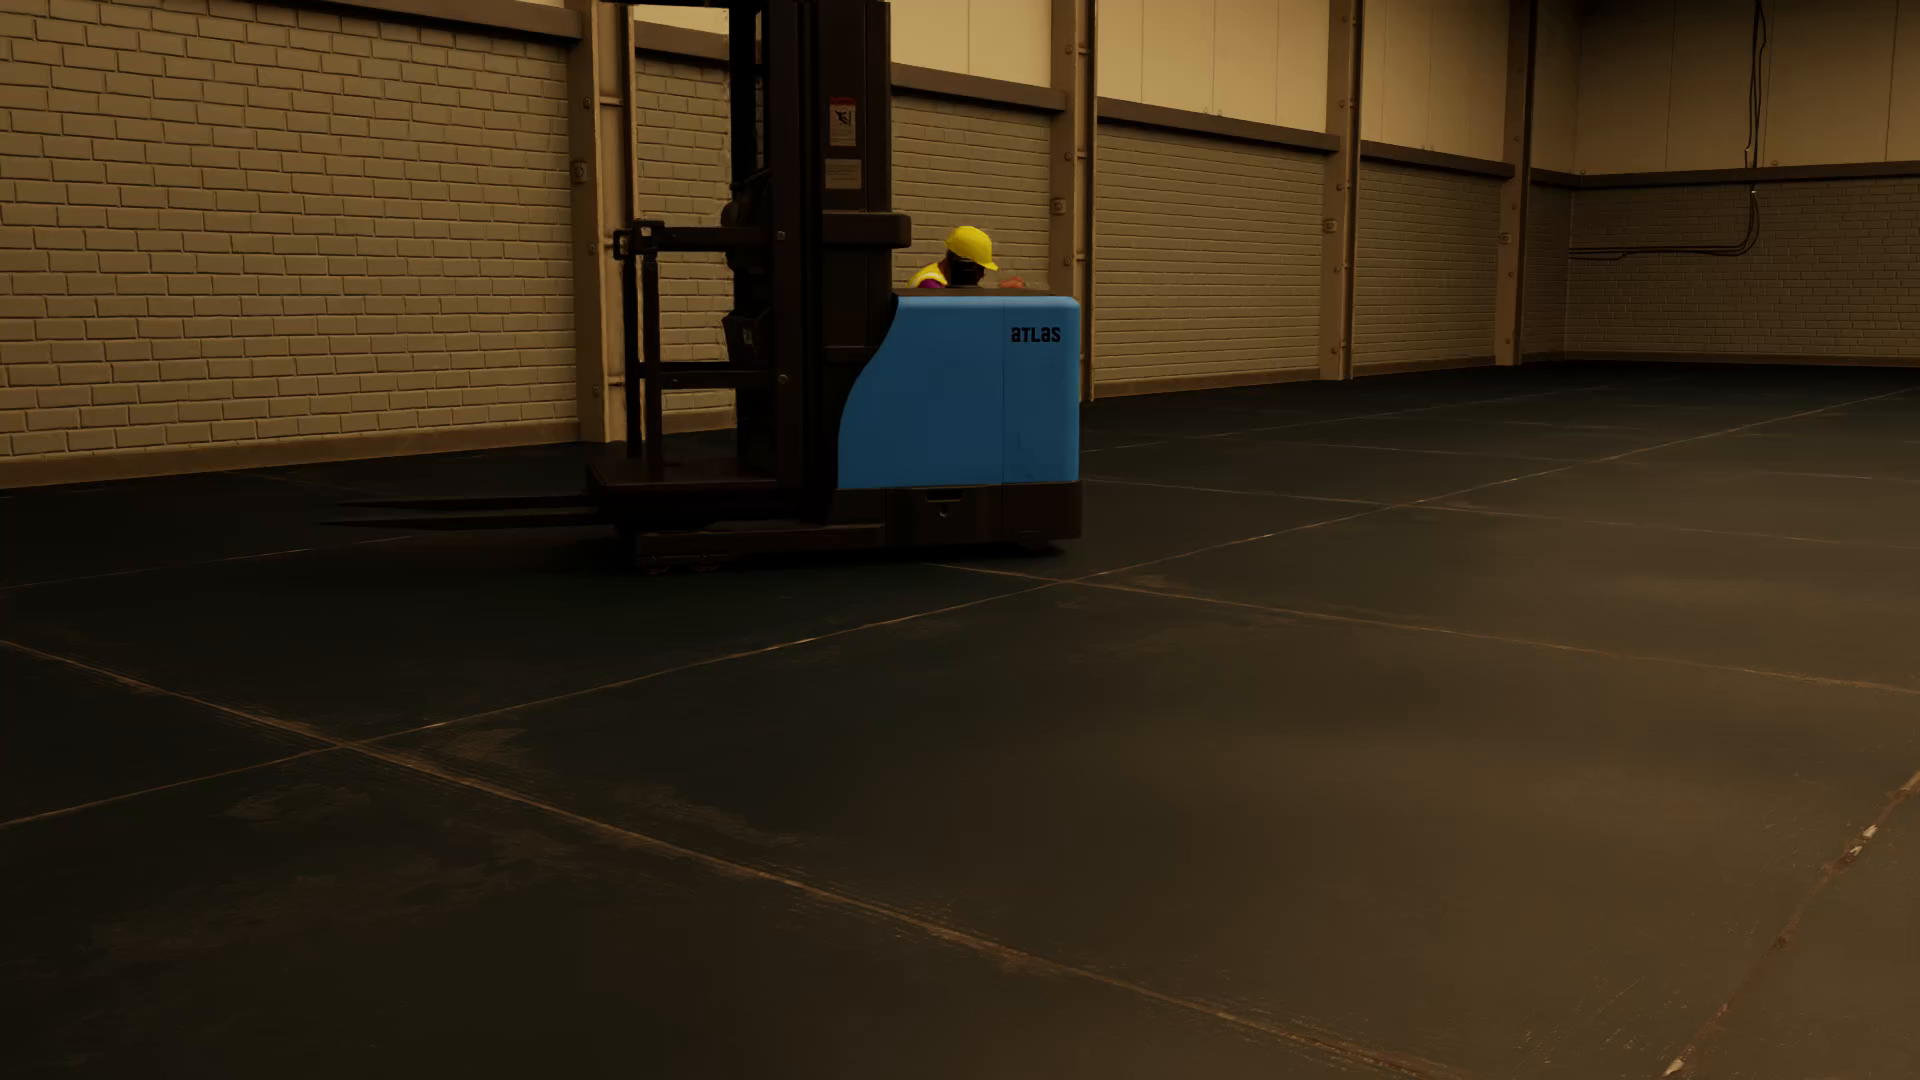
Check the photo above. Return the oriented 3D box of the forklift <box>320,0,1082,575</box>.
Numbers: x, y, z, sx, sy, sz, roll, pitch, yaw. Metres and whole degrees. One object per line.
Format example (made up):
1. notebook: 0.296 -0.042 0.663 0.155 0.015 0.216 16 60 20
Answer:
1. forklift: -1.063 -1.400 6.852 3.031 2.935 1.130 -2 9 -15

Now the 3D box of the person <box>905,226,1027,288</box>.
1. person: -0.006 -0.845 8.369 0.726 1.431 1.427 2 8 11
